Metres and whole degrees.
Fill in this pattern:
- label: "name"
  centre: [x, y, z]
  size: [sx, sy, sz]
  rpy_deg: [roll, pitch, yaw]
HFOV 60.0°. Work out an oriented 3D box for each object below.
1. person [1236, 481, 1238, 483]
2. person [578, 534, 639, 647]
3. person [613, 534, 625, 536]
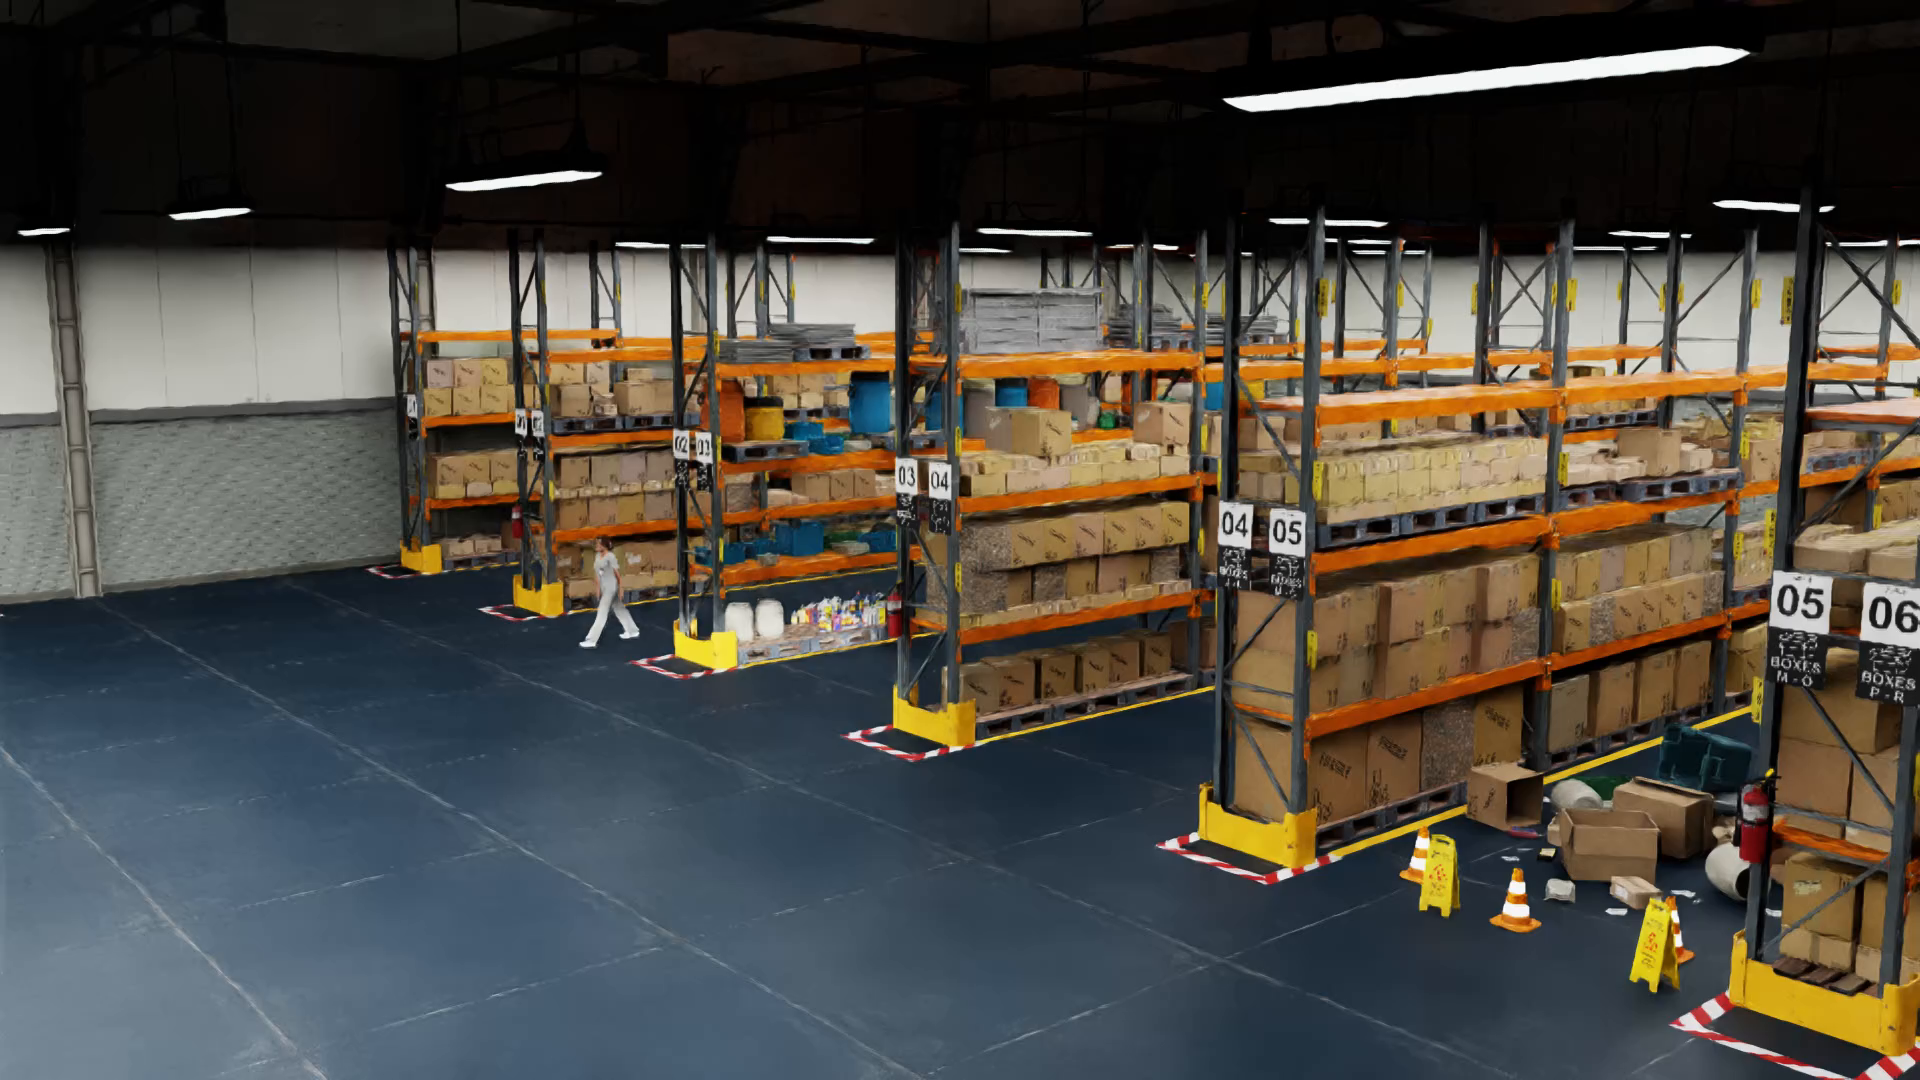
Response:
- label: "person"
  centre: [5.770, -0.908, 34.095]
  size: [0.577, 1.714, 0.708]
  rpy_deg: [-8, 12, -42]
- label: "person"
  centre: [-5.096, 0.814, 23.928]
  size: [1.099, 1.345, 0.449]
  rpy_deg: [-8, 12, -42]
- label: "person"
  centre: [1.006, 0.822, 22.054]
  size: [21.846, 1.930, 7.145]
  rpy_deg: [6, 10, 32]
